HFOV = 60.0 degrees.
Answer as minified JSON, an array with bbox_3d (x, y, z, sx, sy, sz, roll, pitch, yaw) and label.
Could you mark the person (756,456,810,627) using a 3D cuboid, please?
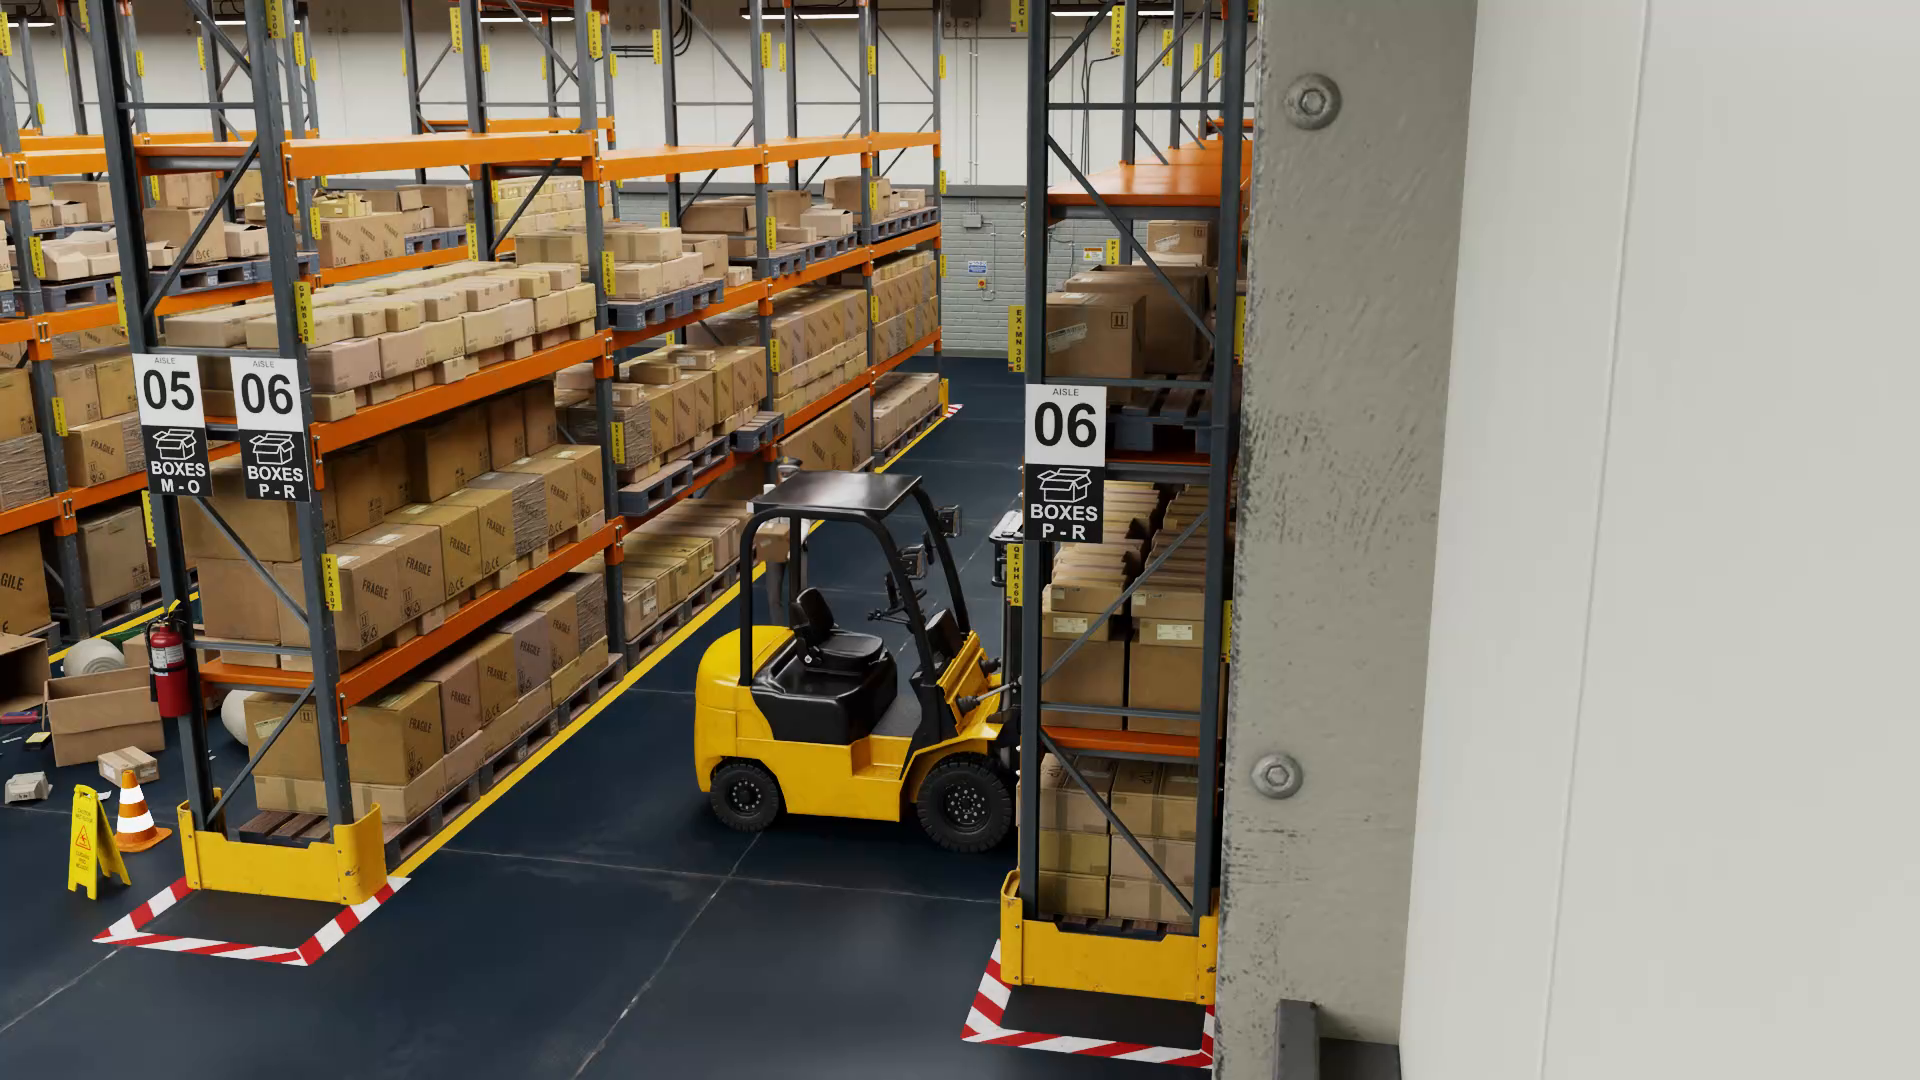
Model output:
[{"bbox_3d":[-1.484,0.129,13.980,0.459,1.686,0.551,3,15,12],"label":"person"}]
